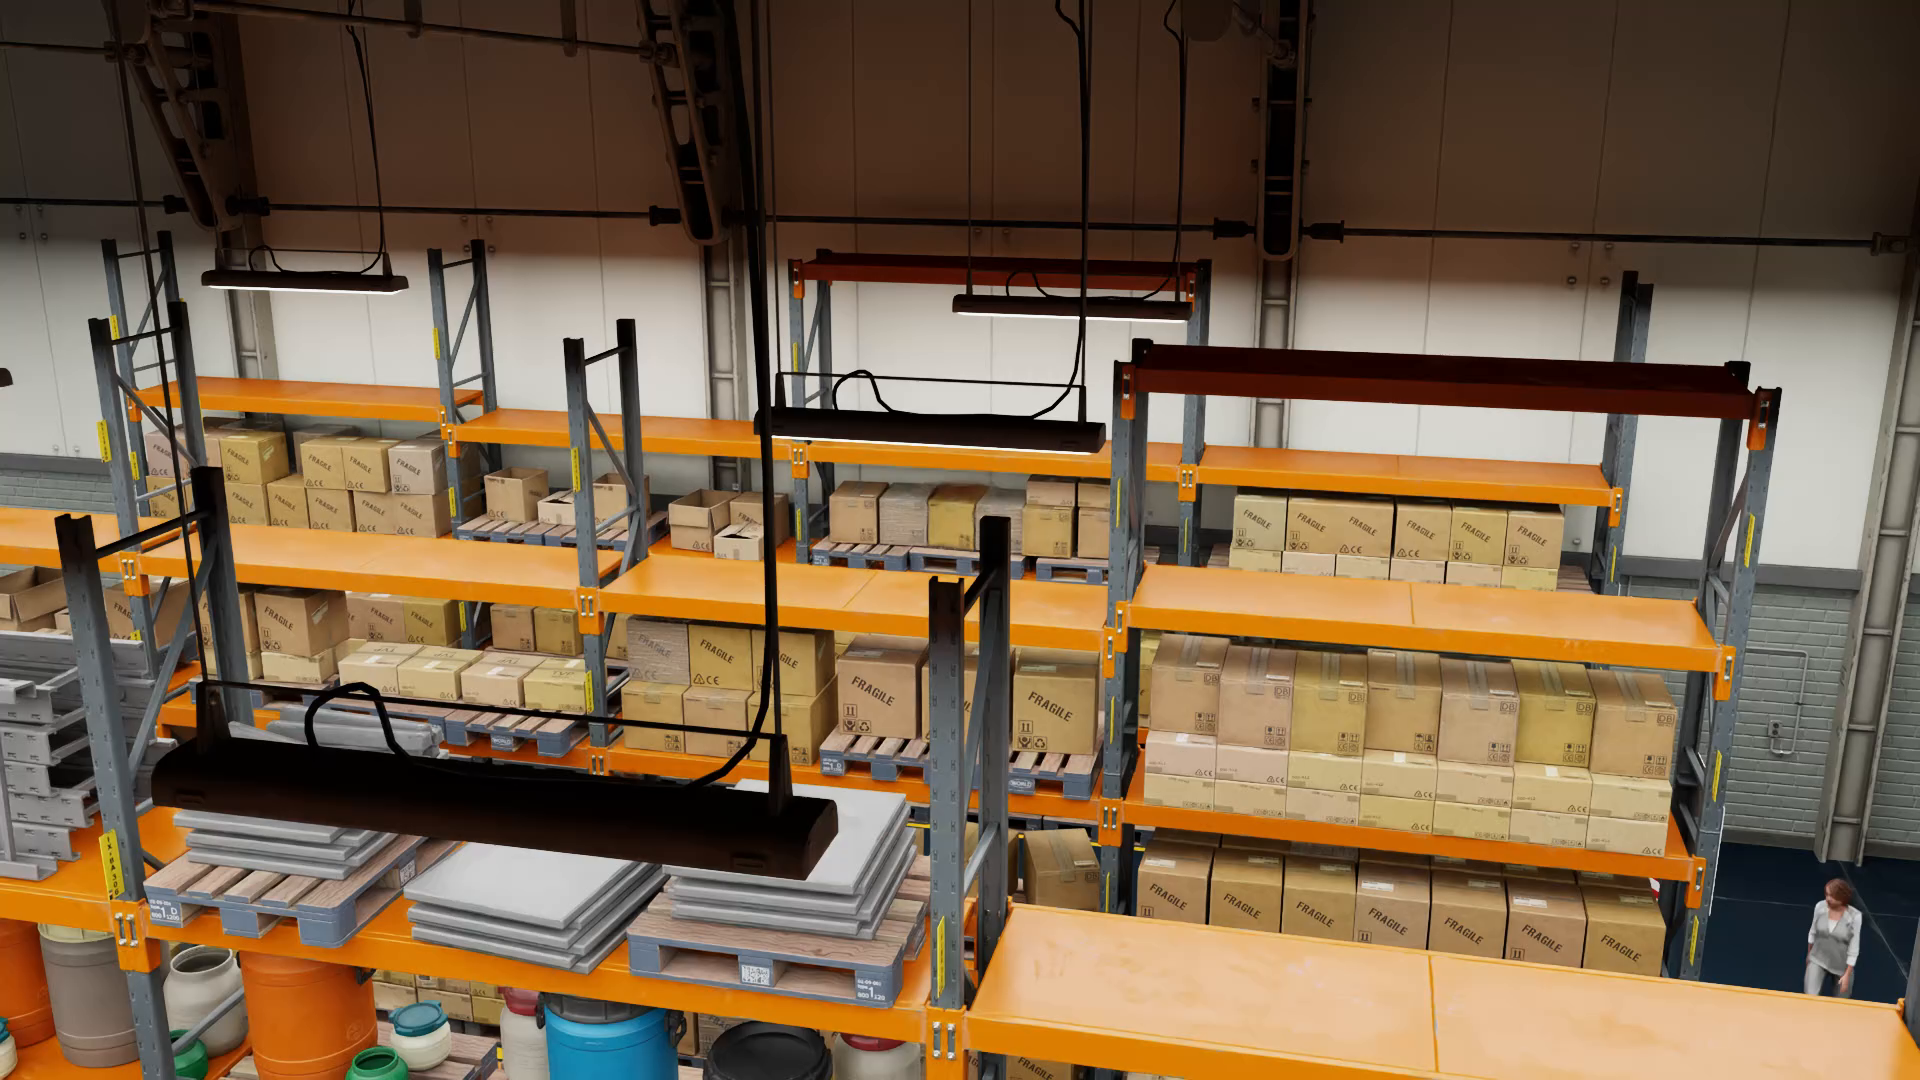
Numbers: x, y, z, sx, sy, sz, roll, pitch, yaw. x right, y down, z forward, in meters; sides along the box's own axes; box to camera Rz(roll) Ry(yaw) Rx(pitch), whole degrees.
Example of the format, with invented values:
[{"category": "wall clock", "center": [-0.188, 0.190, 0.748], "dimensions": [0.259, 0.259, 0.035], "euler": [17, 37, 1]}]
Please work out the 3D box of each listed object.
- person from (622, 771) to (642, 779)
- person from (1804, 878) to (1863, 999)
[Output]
[{"category": "person", "center": [-2.960, 2.870, 15.572], "dimensions": [0.835, 1.695, 0.620], "euler": [8, 18, 26]}, {"category": "person", "center": [7.188, 3.495, 13.739], "dimensions": [0.406, 1.483, 0.910], "euler": [13, 21, 37]}]
